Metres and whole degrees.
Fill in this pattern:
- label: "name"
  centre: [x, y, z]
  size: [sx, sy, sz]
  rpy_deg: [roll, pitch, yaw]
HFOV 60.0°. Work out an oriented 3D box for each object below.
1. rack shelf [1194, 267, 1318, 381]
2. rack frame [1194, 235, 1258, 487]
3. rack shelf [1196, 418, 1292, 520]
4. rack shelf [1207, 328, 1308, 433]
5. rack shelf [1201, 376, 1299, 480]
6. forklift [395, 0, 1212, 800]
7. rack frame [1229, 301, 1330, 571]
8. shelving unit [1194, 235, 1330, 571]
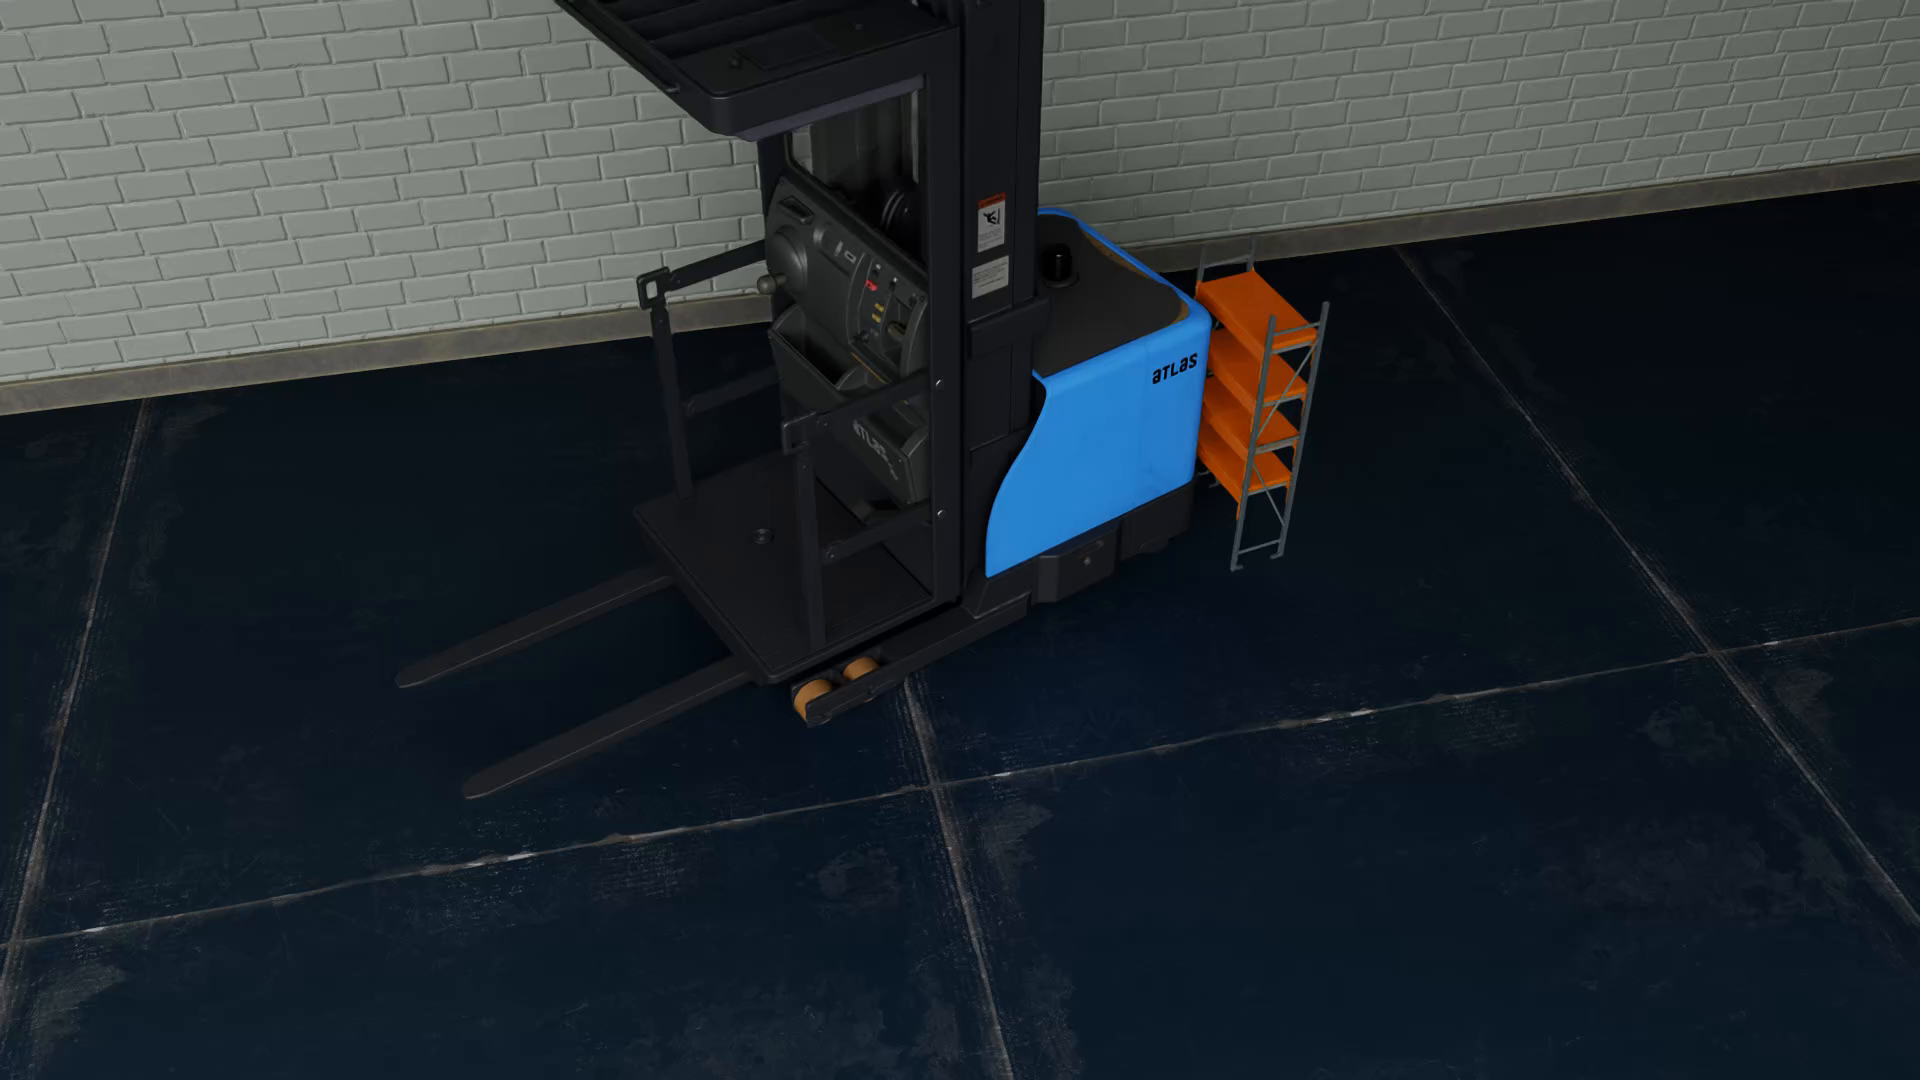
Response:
- label: "rack shelf"
  centre: [1.097, -0.806, 6.159]
  size: [0.258, 0.148, 0.480]
  rpy_deg: [-16, 44, -18]
- label: "rack frame"
  centre: [0.995, -0.659, 6.586]
  size: [0.240, 1.200, 0.015]
  rpy_deg: [-16, 44, -18]
- label: "rack shelf"
  centre: [1.090, -0.311, 6.595]
  size: [0.258, 0.148, 0.480]
  rpy_deg: [-16, 44, -18]
- label: "rack shelf"
  centre: [1.095, -0.628, 6.316]
  size: [0.258, 0.148, 0.480]
  rpy_deg: [-16, 44, -18]
- label: "rack shelf"
  centre: [1.092, -0.460, 6.463]
  size: [0.258, 0.148, 0.480]
  rpy_deg: [-16, 44, -18]
- label: "forklift"
  centre: [-0.562, -0.831, 5.479]
  size: [3.031, 2.935, 1.130]
  rpy_deg: [-25, 47, -25]
- label: "rack frame"
  centre: [1.191, -0.362, 6.252]
  size: [0.240, 1.200, 0.015]
  rpy_deg: [-16, 44, -18]
- label: "shelving unit"
  centre: [1.093, -0.511, 6.419]
  size: [0.258, 1.200, 0.503]
  rpy_deg: [-16, 44, -18]
